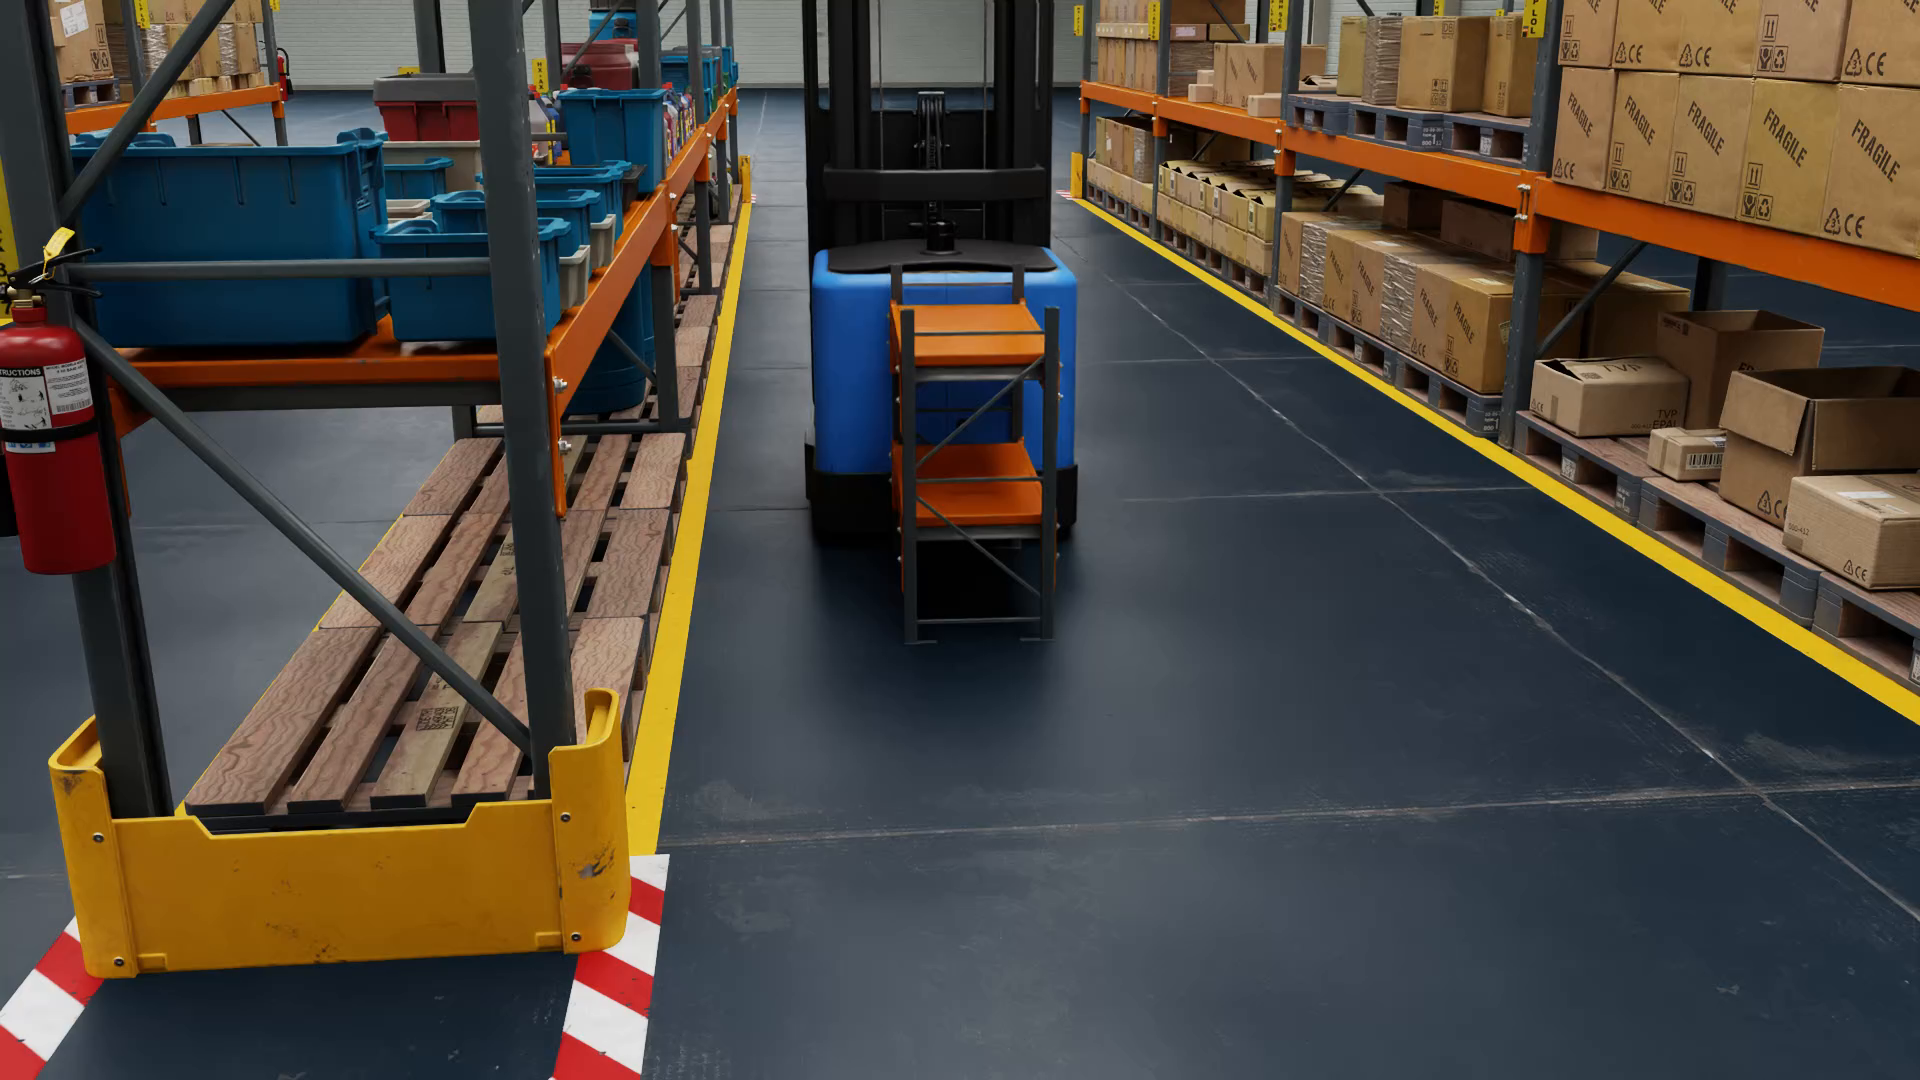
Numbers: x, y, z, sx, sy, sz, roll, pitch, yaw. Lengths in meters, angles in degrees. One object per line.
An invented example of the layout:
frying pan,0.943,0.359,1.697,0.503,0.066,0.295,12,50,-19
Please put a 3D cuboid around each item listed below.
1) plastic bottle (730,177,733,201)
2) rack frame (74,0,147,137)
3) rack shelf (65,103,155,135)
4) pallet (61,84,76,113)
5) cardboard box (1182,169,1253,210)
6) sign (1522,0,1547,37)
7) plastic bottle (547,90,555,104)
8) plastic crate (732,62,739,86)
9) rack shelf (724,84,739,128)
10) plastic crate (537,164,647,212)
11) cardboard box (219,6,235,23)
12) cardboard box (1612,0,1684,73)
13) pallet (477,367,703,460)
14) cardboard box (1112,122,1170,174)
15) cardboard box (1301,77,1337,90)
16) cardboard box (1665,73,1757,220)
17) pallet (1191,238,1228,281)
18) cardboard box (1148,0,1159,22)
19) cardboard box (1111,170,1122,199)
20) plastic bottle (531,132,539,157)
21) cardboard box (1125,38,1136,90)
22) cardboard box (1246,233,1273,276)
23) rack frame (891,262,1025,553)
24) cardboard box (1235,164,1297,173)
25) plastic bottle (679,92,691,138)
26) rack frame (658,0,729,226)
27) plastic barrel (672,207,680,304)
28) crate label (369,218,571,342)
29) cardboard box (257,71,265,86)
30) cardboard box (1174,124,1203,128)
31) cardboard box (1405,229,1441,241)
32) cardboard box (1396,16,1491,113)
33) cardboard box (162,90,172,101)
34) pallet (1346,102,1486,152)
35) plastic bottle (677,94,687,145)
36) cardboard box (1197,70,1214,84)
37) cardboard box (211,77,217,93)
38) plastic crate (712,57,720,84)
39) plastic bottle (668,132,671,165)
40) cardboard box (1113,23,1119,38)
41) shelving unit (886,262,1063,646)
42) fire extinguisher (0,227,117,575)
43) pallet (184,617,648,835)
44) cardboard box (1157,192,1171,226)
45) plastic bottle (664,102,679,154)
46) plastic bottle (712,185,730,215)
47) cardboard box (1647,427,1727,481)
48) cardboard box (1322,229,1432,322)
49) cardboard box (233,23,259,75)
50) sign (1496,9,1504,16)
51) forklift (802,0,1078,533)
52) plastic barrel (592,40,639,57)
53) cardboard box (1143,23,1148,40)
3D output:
plastic bottle,-2.389,-3.574,16.867,0.152,0.276,0.135,-2,18,-7
rack frame,-7.542,-3.970,14.315,1.000,3.000,0.127,-2,18,-6
rack shelf,-7.335,-3.031,12.525,1.077,0.370,4.000,-2,18,-6
pallet,-7.374,-3.275,12.422,1.003,0.211,1.213,-2,18,-6
cardboard box,2.208,-2.997,14.168,0.500,0.311,0.500,-2,18,-7
sign,2.586,-2.426,7.463,0.100,0.325,0.005,-2,18,-6
plastic bottle,-2.463,-2.558,10.011,0.061,0.283,0.133,-2,18,-6
plastic crate,-2.678,-5.104,18.175,0.499,0.251,0.616,-2,18,-6
rack shelf,-2.821,-4.376,16.808,1.077,0.370,4.000,-2,18,-6
plastic crate,-1.407,-1.312,6.207,0.437,0.125,0.590,-2,18,-6
cardboard box,-7.545,-5.374,16.455,0.500,0.500,0.500,-2,18,-6
cardboard box,2.960,-2.114,6.565,0.500,0.500,0.500,-2,18,-7
pallet,-1.828,-0.640,8.365,1.003,0.211,1.213,-2,18,-6
cardboard box,1.886,-4.099,17.364,0.500,0.500,0.500,-2,18,-6
cardboard box,2.731,-3.151,11.853,0.500,0.311,0.500,-1,17,-2
cardboard box,3.024,-1.477,6.208,0.500,0.500,0.500,-2,18,-6
pallet,2.556,-2.362,13.848,1.003,0.211,1.213,-2,18,-6
cardboard box,2.207,-5.224,15.977,0.700,0.500,0.500,-2,18,-6
cardboard box,1.887,-3.742,17.477,0.500,0.250,0.500,-2,18,-6
plastic bottle,-2.068,-1.871,7.959,0.097,0.201,0.097,0,17,0
cardboard box,2.098,-4.914,17.154,0.700,0.500,0.500,-1,17,-4
cardboard box,2.428,-2.121,12.315,0.500,0.250,0.500,-1,17,-4
rack frame,-0.009,-0.497,6.382,0.500,1.125,0.032,-1,17,-4
cardboard box,2.699,-3.164,14.702,0.500,0.311,0.500,-1,17,-4
plastic bottle,-1.699,-2.601,10.169,0.097,0.271,0.097,0,17,0
rack frame,-2.615,-4.123,14.803,1.000,3.000,0.127,-2,18,-6
plastic barrel,-2.135,-1.951,10.806,0.600,0.830,0.708,-2,18,-6
crate label,-1.075,-0.580,3.697,0.416,0.233,0.303,-2,18,-6
cardboard box,-7.719,-4.963,17.899,0.380,0.149,0.250,-2,18,-6
cardboard box,2.473,-3.967,16.943,0.500,0.500,0.500,-2,18,-6
cardboard box,3.108,-1.675,10.443,0.500,0.500,0.500,-2,18,-8
cardboard box,2.894,-2.664,9.287,0.700,0.500,0.500,-6,19,-20
cardboard box,-7.277,-3.998,14.825,0.380,0.149,0.250,-2,18,-6
pallet,2.930,-2.412,9.674,1.003,0.211,1.213,-2,18,-6
plastic bottle,-1.619,-2.428,9.597,0.061,0.283,0.133,-2,18,-6
cardboard box,2.406,-4.058,14.846,0.500,0.250,0.500,-1,17,-2
cardboard box,-7.504,-4.443,16.241,0.380,0.149,0.250,-2,18,-6
plastic crate,-2.192,-3.796,13.789,0.392,0.384,0.575,-2,18,-6
plastic bottle,-1.491,-1.968,8.269,0.097,0.201,0.097,0,17,0
cardboard box,1.834,-5.393,17.597,0.380,0.149,0.250,-2,18,-7
shelving unit,0.027,-0.345,5.898,0.538,1.125,1.048,-1,17,-4
fire extinguisher,-1.814,-0.274,3.294,0.296,0.674,0.183,-2,18,-6
pallet,-1.424,0.536,4.619,1.003,0.211,1.213,-2,18,-6
cardboard box,2.107,-3.036,15.228,0.500,0.250,0.500,-2,18,-7
plastic bottle,-1.563,-2.208,8.918,0.097,0.271,0.097,0,17,0
plastic bottle,-2.272,-3.238,15.794,0.152,0.276,0.135,-1,17,-4
cardboard box,3.065,-0.361,6.813,0.380,0.166,0.250,-2,18,-6
cardboard box,2.594,-1.651,10.366,0.500,0.500,0.500,-2,18,-6
cardboard box,-7.754,-5.042,17.064,0.875,0.500,0.500,-2,18,-6
sign,6.287,-6.017,19.390,0.100,0.325,0.005,-2,18,-6
forklift,-0.156,-1.819,7.579,1.130,2.935,3.031,-1,17,-4
plastic barrel,-2.614,-3.549,12.746,0.433,0.535,0.433,0,17,0
cardboard box,1.990,-4.937,16.143,0.380,0.149,0.250,-2,18,-6
